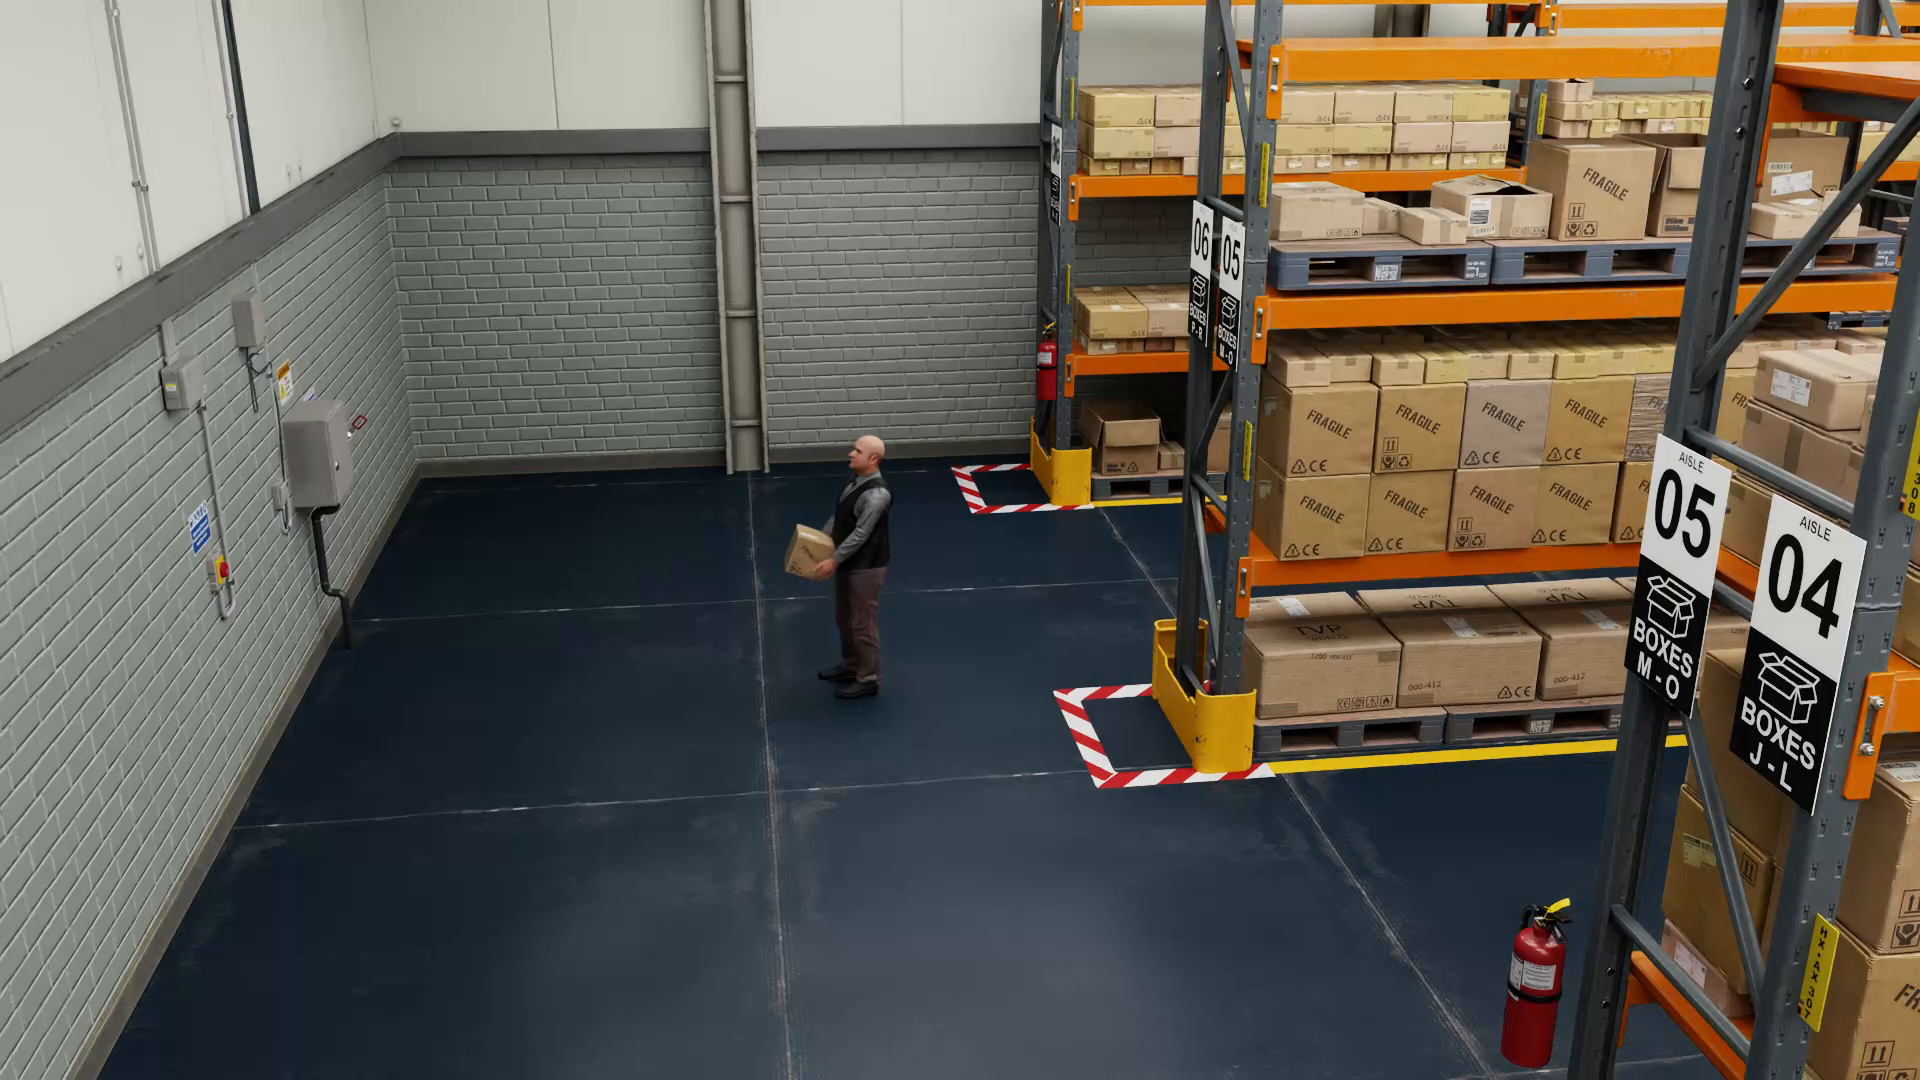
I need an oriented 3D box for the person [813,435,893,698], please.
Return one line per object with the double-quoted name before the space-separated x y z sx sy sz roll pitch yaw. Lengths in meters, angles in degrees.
"person" -0.718 0.169 10.636 0.527 1.724 0.532 -7 21 -18
